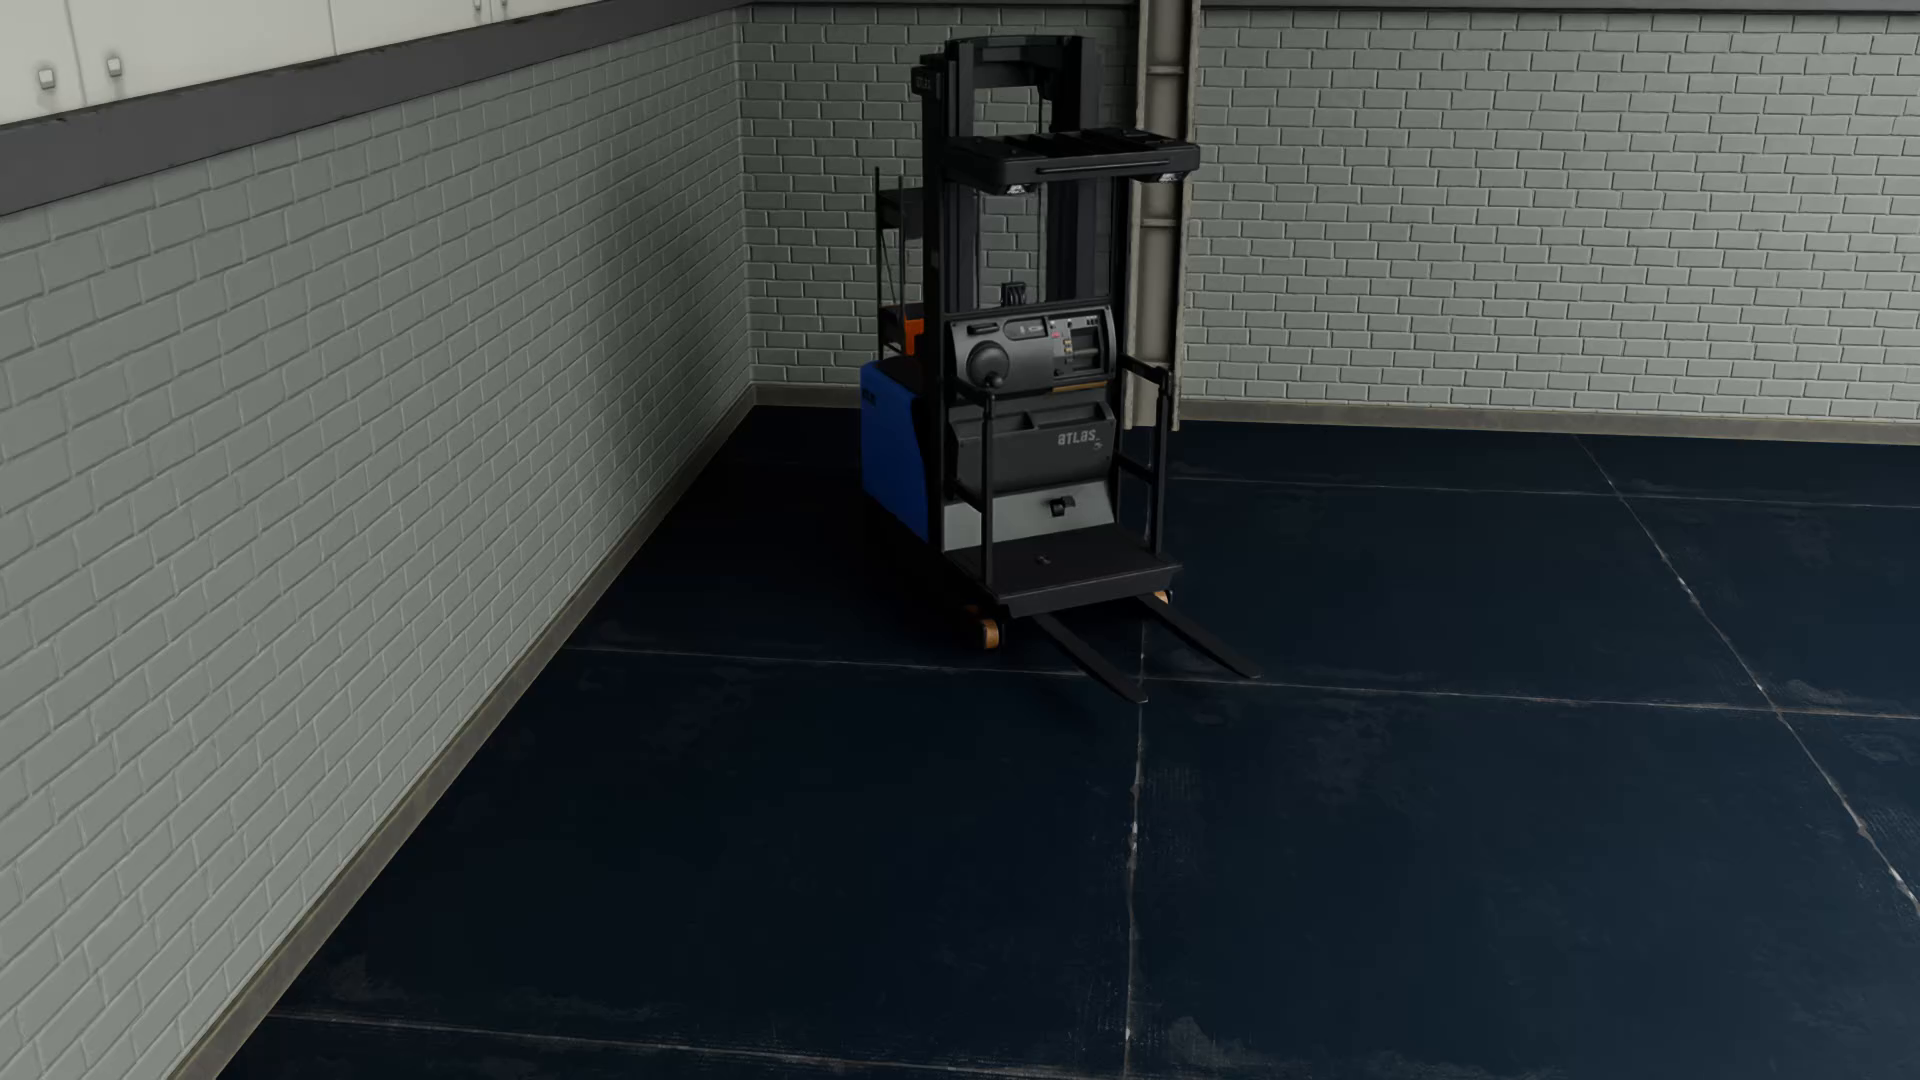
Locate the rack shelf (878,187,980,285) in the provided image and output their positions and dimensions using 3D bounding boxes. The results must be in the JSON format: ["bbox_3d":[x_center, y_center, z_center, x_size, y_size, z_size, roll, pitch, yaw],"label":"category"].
[{"bbox_3d":[-0.191,-1.831,9.848,0.480,0.518,0.431,-9,23,-23],"label":"rack shelf"}]

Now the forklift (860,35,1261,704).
[{"bbox_3d":[0.474,-0.979,8.430,1.130,2.935,3.031,-9,23,-23],"label":"forklift"}]

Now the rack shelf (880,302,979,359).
[{"bbox_3d":[-0.191,-1.180,10.105,0.480,0.518,0.431,-9,23,-23],"label":"rack shelf"}]

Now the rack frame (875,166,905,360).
[{"bbox_3d":[-0.413,-1.155,10.006,0.015,2.100,0.400,-9,23,-23],"label":"rack frame"}]

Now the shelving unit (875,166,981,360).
[{"bbox_3d":[-0.191,-1.192,10.100,0.503,2.100,0.431,-9,23,-23],"label":"shelving unit"}]

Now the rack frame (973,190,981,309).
[{"bbox_3d":[0.032,-1.230,10.194,0.015,2.100,0.400,-9,23,-23],"label":"rack frame"}]

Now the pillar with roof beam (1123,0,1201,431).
[{"bbox_3d":[0.883,-3.459,6.450,0.400,9.000,9.100,2,22,6],"label":"pillar with roof beam"}]
